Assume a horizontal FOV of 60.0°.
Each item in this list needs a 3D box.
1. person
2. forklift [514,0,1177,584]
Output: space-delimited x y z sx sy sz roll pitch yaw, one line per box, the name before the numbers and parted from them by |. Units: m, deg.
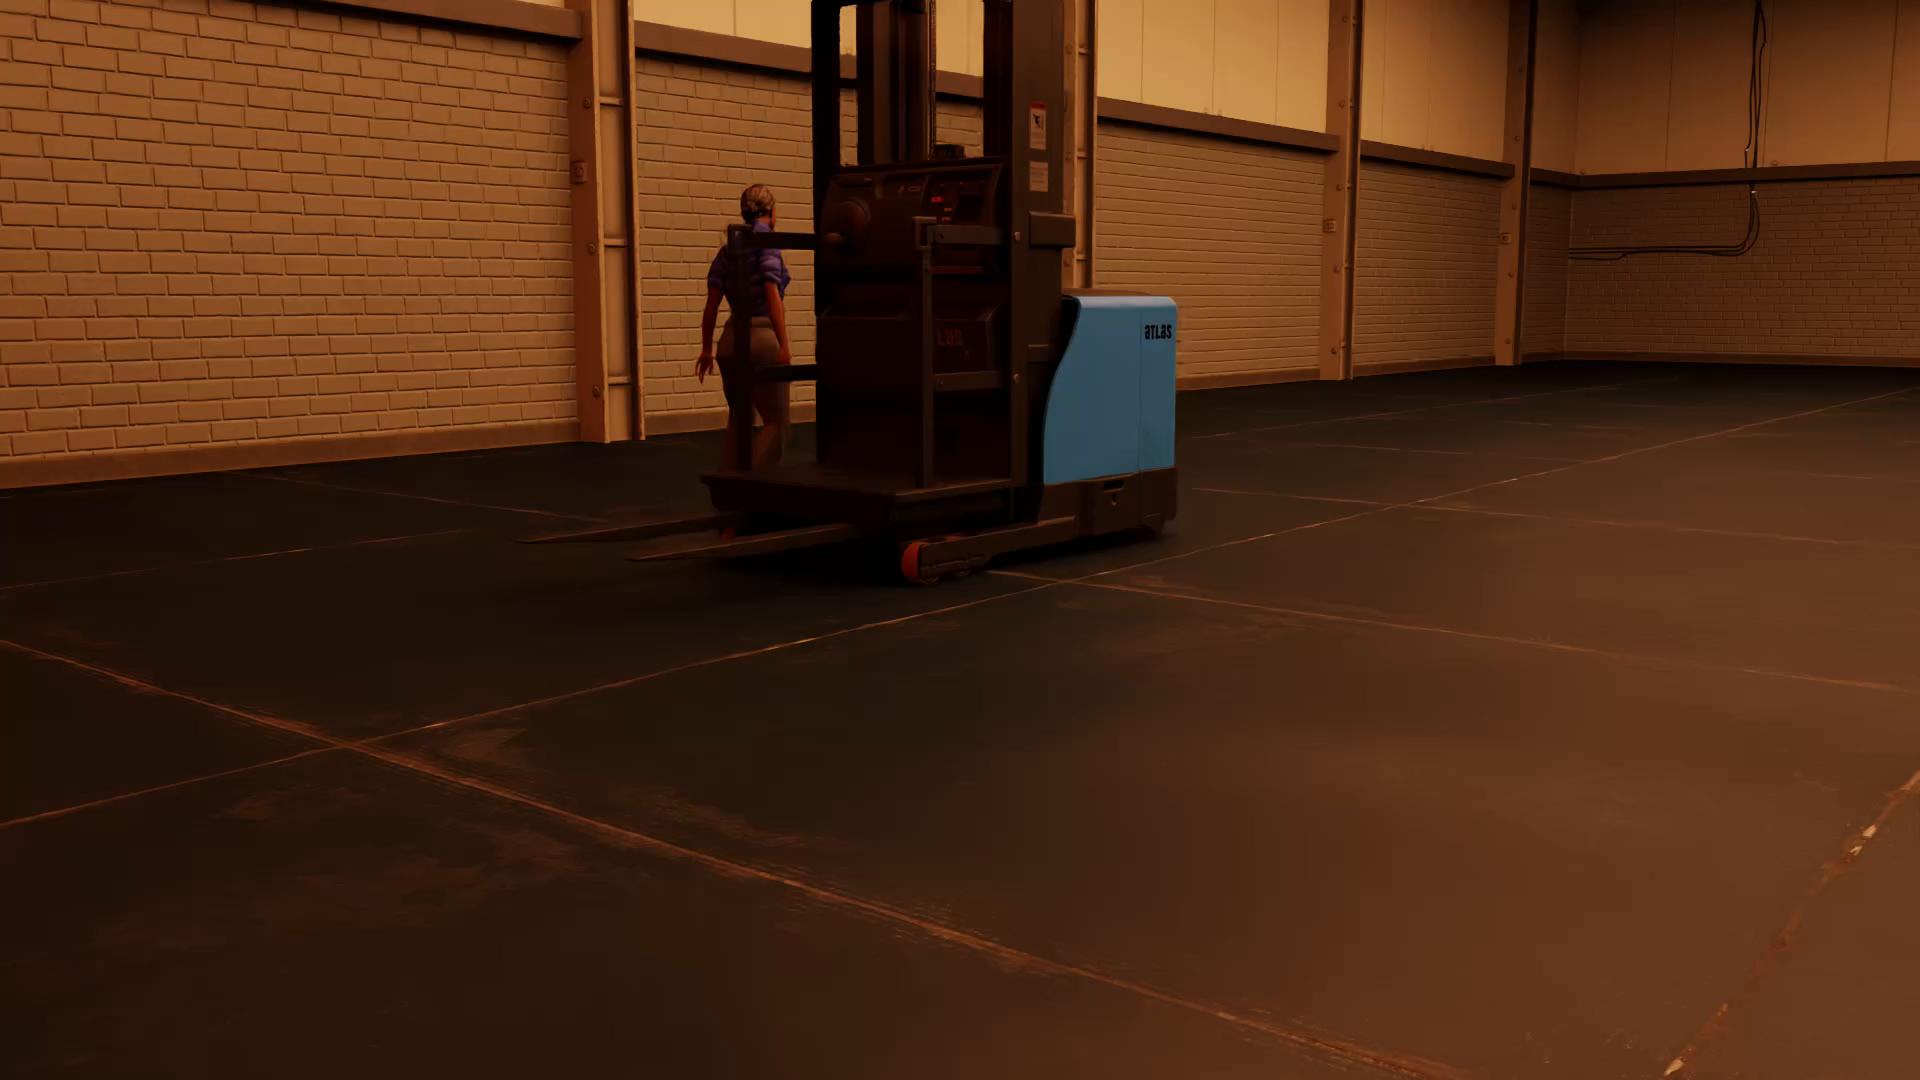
person | -1.034 -0.912 8.107 0.391 1.628 0.793 -8 11 -43
forklift | -0.343 -1.364 6.602 1.130 2.935 3.031 7 11 39
